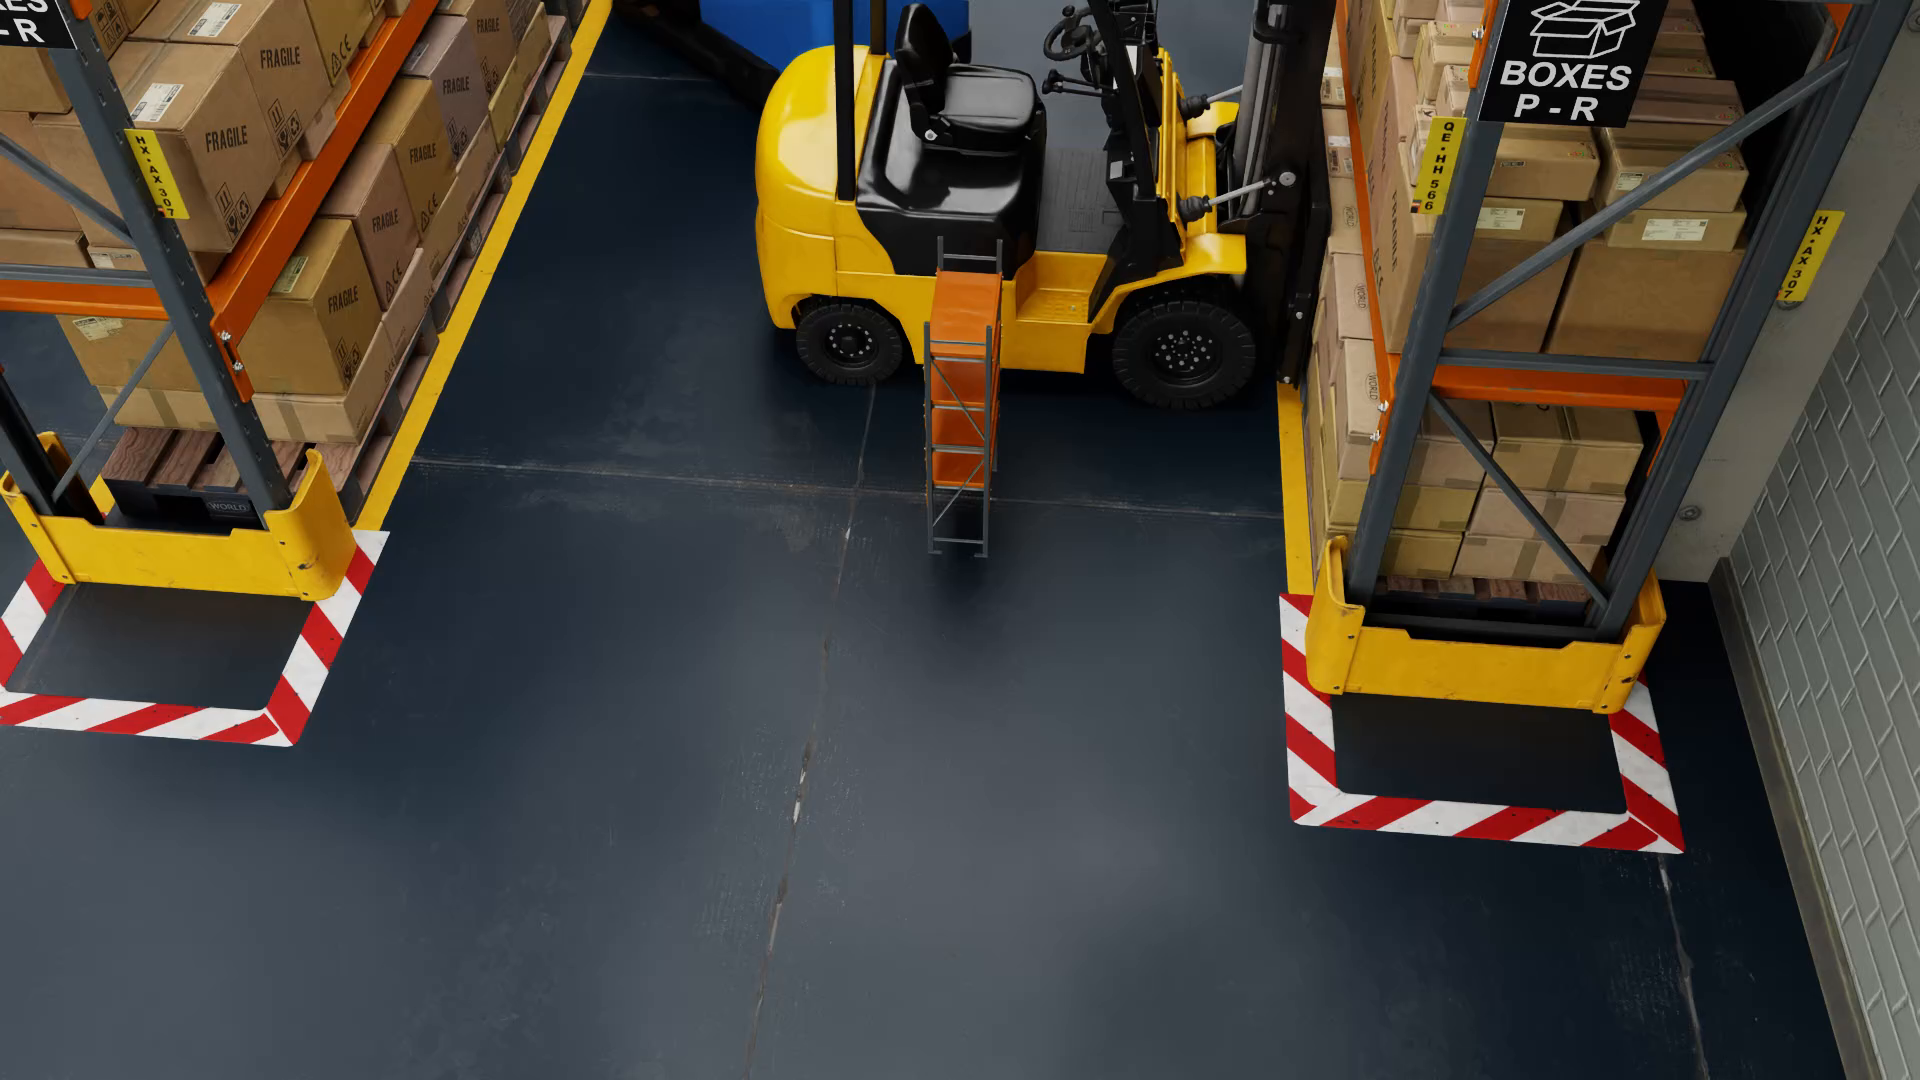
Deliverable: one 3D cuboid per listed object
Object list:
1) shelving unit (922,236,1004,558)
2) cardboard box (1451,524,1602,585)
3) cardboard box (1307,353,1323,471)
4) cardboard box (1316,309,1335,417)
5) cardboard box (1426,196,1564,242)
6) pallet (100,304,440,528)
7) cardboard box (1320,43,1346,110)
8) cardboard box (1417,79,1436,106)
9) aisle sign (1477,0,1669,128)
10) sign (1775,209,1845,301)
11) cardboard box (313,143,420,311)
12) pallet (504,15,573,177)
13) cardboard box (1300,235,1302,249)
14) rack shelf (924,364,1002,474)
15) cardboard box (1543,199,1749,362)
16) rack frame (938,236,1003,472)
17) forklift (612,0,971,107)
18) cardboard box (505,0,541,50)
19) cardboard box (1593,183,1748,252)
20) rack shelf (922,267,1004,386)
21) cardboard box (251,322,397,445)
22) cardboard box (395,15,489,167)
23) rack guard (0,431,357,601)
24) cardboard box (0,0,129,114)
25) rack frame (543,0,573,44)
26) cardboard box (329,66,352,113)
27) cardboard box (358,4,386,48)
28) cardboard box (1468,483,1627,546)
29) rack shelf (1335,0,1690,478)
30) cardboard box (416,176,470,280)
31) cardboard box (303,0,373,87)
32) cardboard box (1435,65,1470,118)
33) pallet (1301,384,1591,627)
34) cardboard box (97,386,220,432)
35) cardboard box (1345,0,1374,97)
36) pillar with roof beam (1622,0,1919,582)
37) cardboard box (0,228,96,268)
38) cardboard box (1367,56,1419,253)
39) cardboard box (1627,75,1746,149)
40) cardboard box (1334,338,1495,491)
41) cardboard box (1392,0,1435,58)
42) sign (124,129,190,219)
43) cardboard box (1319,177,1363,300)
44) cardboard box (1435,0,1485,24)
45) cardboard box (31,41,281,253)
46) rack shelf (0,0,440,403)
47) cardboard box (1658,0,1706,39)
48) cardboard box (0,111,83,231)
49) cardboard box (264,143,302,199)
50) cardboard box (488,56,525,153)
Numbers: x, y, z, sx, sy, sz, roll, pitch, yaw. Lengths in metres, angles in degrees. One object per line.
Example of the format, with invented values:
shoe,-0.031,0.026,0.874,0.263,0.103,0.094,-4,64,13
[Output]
shelving unit,0.015,-0.527,6.419,0.258,1.200,0.503,4,48,4
cardboard box,2.145,-0.109,6.396,0.500,0.250,0.500,4,48,4
cardboard box,1.689,-0.493,6.747,0.500,0.250,0.500,4,48,4
cardboard box,1.695,-0.677,6.576,0.500,0.250,0.500,3,48,3
cardboard box,1.658,-1.074,5.192,0.380,0.149,0.250,5,48,4
pallet,-2.921,-0.588,7.145,1.003,0.211,1.213,4,48,4
cardboard box,1.823,-1.962,7.413,0.500,0.250,0.500,5,48,5
cardboard box,1.737,-1.450,5.536,0.380,0.149,0.250,5,48,4
aisle sign,1.607,-1.396,4.233,0.394,0.787,0.004,4,48,4
sign,2.458,-0.825,4.831,0.100,0.325,0.005,4,48,4
cardboard box,-2.644,-1.322,6.997,0.500,0.500,0.500,2,48,2
pallet,-2.699,-2.381,8.785,1.003,0.211,1.213,4,48,4
cardboard box,1.768,-1.243,7.433,0.500,0.250,0.500,5,48,5
rack shelf,0.015,-0.481,6.468,0.258,0.148,0.480,4,48,4
cardboard box,2.228,-0.927,5.497,0.500,0.500,0.500,5,48,5
rack frame,0.037,-0.706,6.583,0.240,1.200,0.015,4,48,4
forklift,-1.312,-4.046,8.464,1.130,2.935,3.031,-35,56,-27
cardboard box,-2.460,-2.832,8.378,0.500,0.500,0.500,3,48,3
cardboard box,2.195,-1.032,5.154,0.380,0.149,0.250,3,48,3
rack shelf,0.015,-0.792,6.129,0.258,0.148,0.480,4,48,4
cardboard box,-2.689,-0.667,6.906,0.500,0.250,0.500,4,48,3
cardboard box,-2.550,-2.083,7.693,0.500,0.500,0.500,6,48,6
rack guard,-3.031,-0.091,6.494,1.175,0.500,0.348,4,48,4
cardboard box,-3.208,-1.740,5.362,0.700,0.500,0.500,3,48,3
rack frame,-2.673,-3.818,8.209,1.000,3.000,0.127,4,48,4
cardboard box,-2.628,-1.781,6.517,0.380,0.149,0.250,5,48,5
cardboard box,-2.610,-2.171,6.873,0.380,0.149,0.250,3,48,2
cardboard box,2.156,-0.262,6.197,0.500,0.250,0.500,5,48,4
rack shelf,2.088,-1.775,6.828,1.077,0.370,4.000,4,48,4
cardboard box,-2.597,-1.443,7.616,0.500,0.250,0.500,7,48,6
cardboard box,-2.629,-2.098,6.366,0.500,0.500,0.500,3,48,3
cardboard box,1.720,-1.361,5.253,0.380,0.149,0.250,4,48,4
pallet,1.934,-0.171,6.764,1.003,0.211,1.213,4,48,4
cardboard box,-3.230,-0.722,6.957,0.500,0.250,0.500,4,48,3
cardboard box,1.827,-2.088,6.559,0.500,0.500,0.500,4,48,4
pillar with roof beam,-1.420,-3.313,3.682,9.100,9.000,0.400,4,48,4
cardboard box,-3.216,-1.083,5.878,0.380,0.149,0.250,5,48,5
cardboard box,1.746,-1.341,5.876,0.500,0.500,0.500,5,48,5
cardboard box,2.236,-1.324,5.220,0.380,0.149,0.250,5,48,5
cardboard box,1.637,-0.458,6.037,0.500,0.250,0.500,5,48,5
cardboard box,1.748,-1.831,5.885,0.380,0.149,0.250,2,48,2
sign,-2.497,-1.135,5.168,0.100,0.325,0.005,4,48,4
cardboard box,1.714,-1.205,6.721,0.500,0.250,0.500,4,48,4
cardboard box,1.814,-1.733,5.594,0.380,0.149,0.250,4,48,4
cardboard box,-2.718,-1.342,5.676,0.500,0.500,0.500,3,48,3
rack shelf,-2.855,-2.106,7.131,1.077,0.370,4.000,4,48,4
cardboard box,2.254,-1.699,5.562,0.380,0.149,0.250,4,48,4
cardboard box,-3.262,-1.430,5.756,0.500,0.500,0.500,3,48,3
cardboard box,-2.687,-1.406,6.173,0.380,0.149,0.250,2,48,2
cardboard box,-2.498,-2.187,8.297,0.500,0.250,0.500,3,48,2
